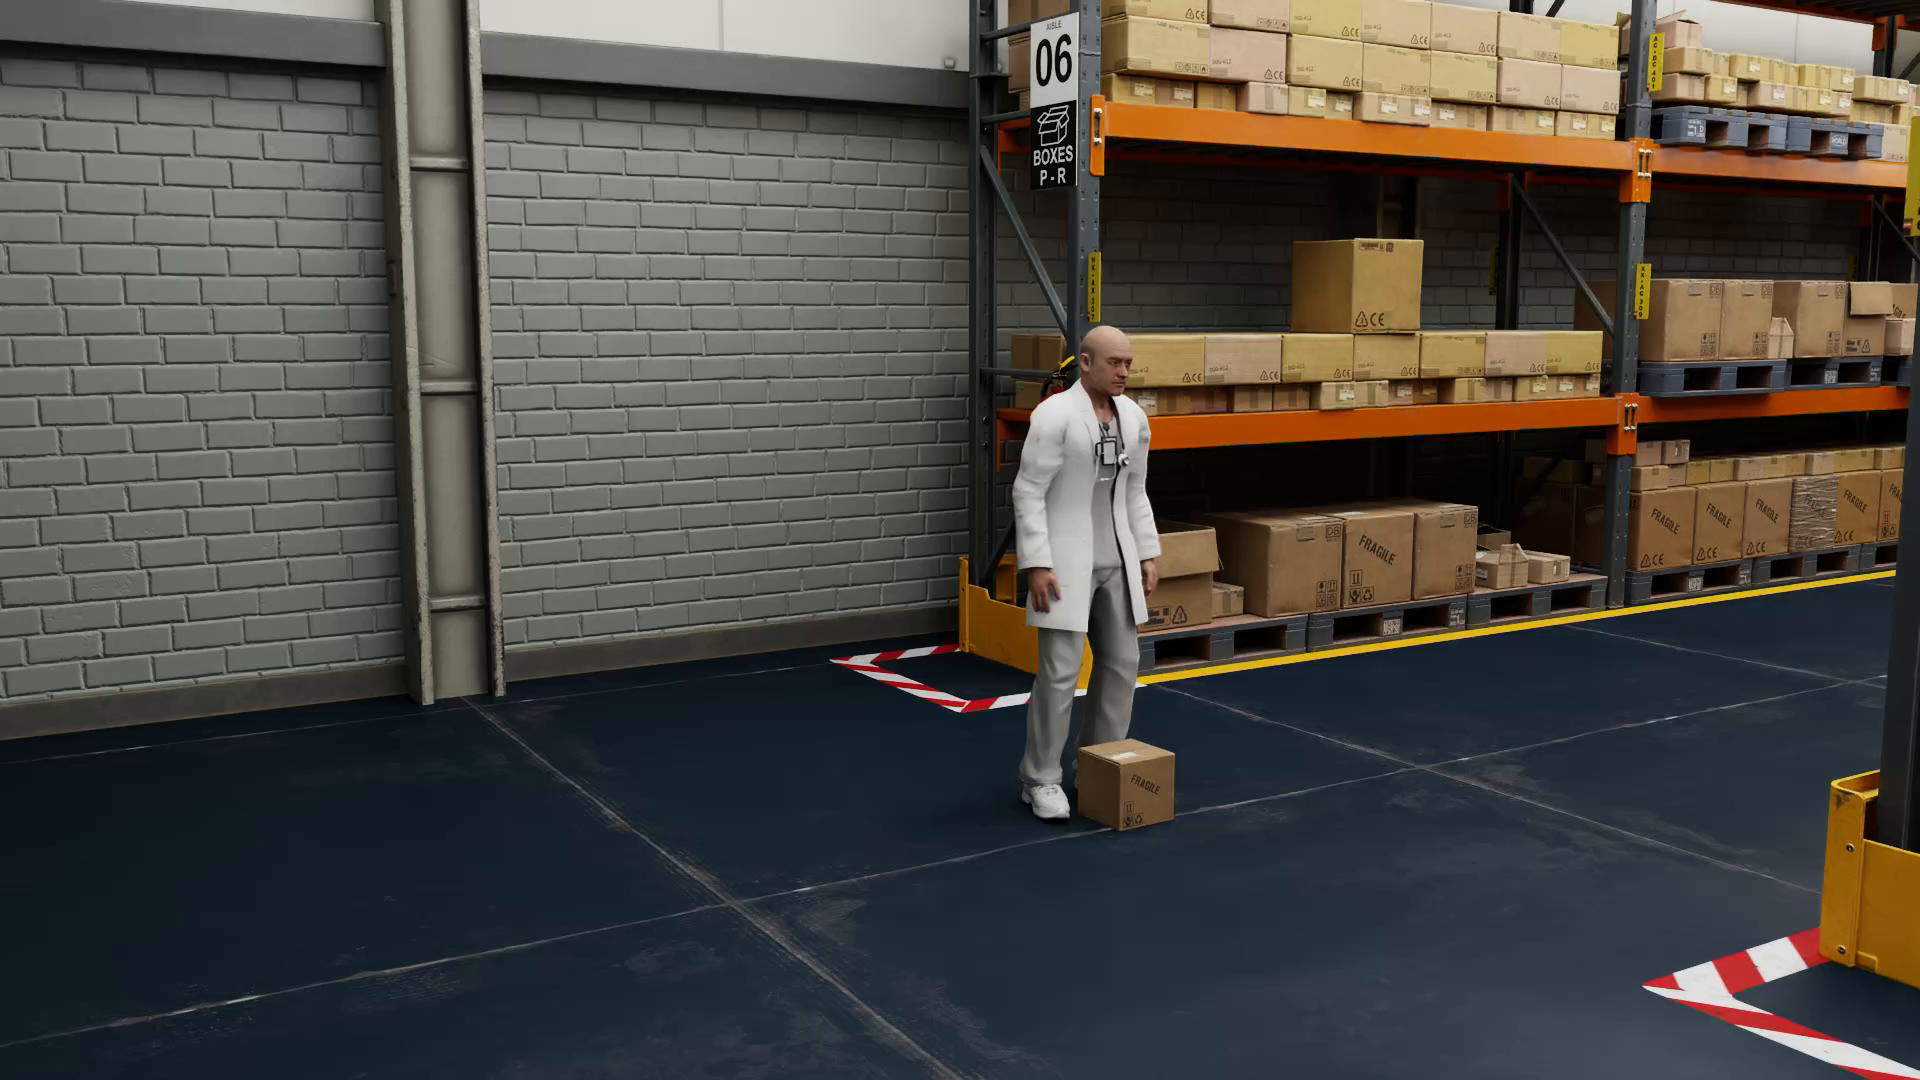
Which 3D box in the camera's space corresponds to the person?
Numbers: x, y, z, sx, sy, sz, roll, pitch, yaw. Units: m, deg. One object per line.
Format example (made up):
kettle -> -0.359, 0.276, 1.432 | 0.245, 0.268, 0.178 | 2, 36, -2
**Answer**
person -> 0.483, 0.101, 6.152 | 0.653, 1.774, 0.423 | -5, 10, -34
